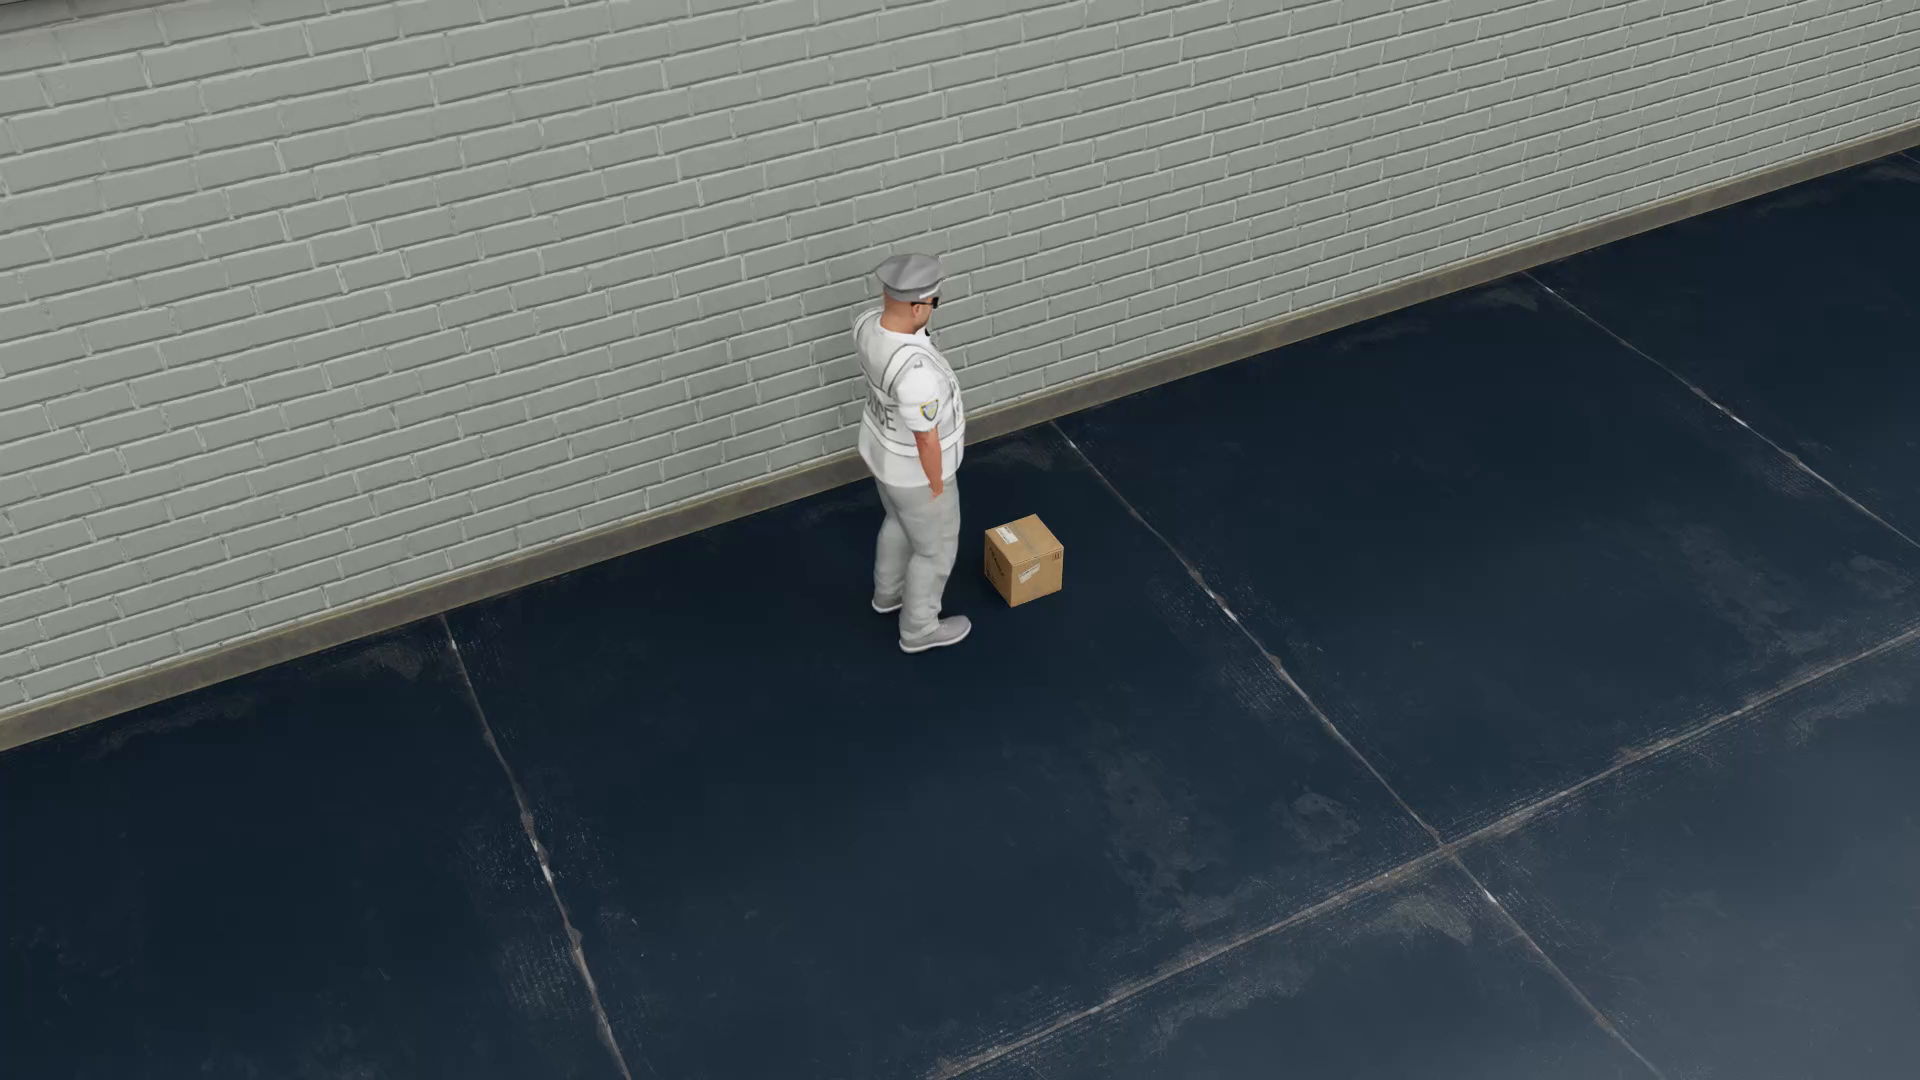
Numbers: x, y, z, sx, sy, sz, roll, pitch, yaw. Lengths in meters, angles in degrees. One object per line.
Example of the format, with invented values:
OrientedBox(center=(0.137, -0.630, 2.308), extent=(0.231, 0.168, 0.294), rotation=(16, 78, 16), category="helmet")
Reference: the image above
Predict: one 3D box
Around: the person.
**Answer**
OrientedBox(center=(-0.188, -0.330, 6.545), extent=(0.391, 1.740, 0.530), rotation=(-18, 44, -20), category="person")
